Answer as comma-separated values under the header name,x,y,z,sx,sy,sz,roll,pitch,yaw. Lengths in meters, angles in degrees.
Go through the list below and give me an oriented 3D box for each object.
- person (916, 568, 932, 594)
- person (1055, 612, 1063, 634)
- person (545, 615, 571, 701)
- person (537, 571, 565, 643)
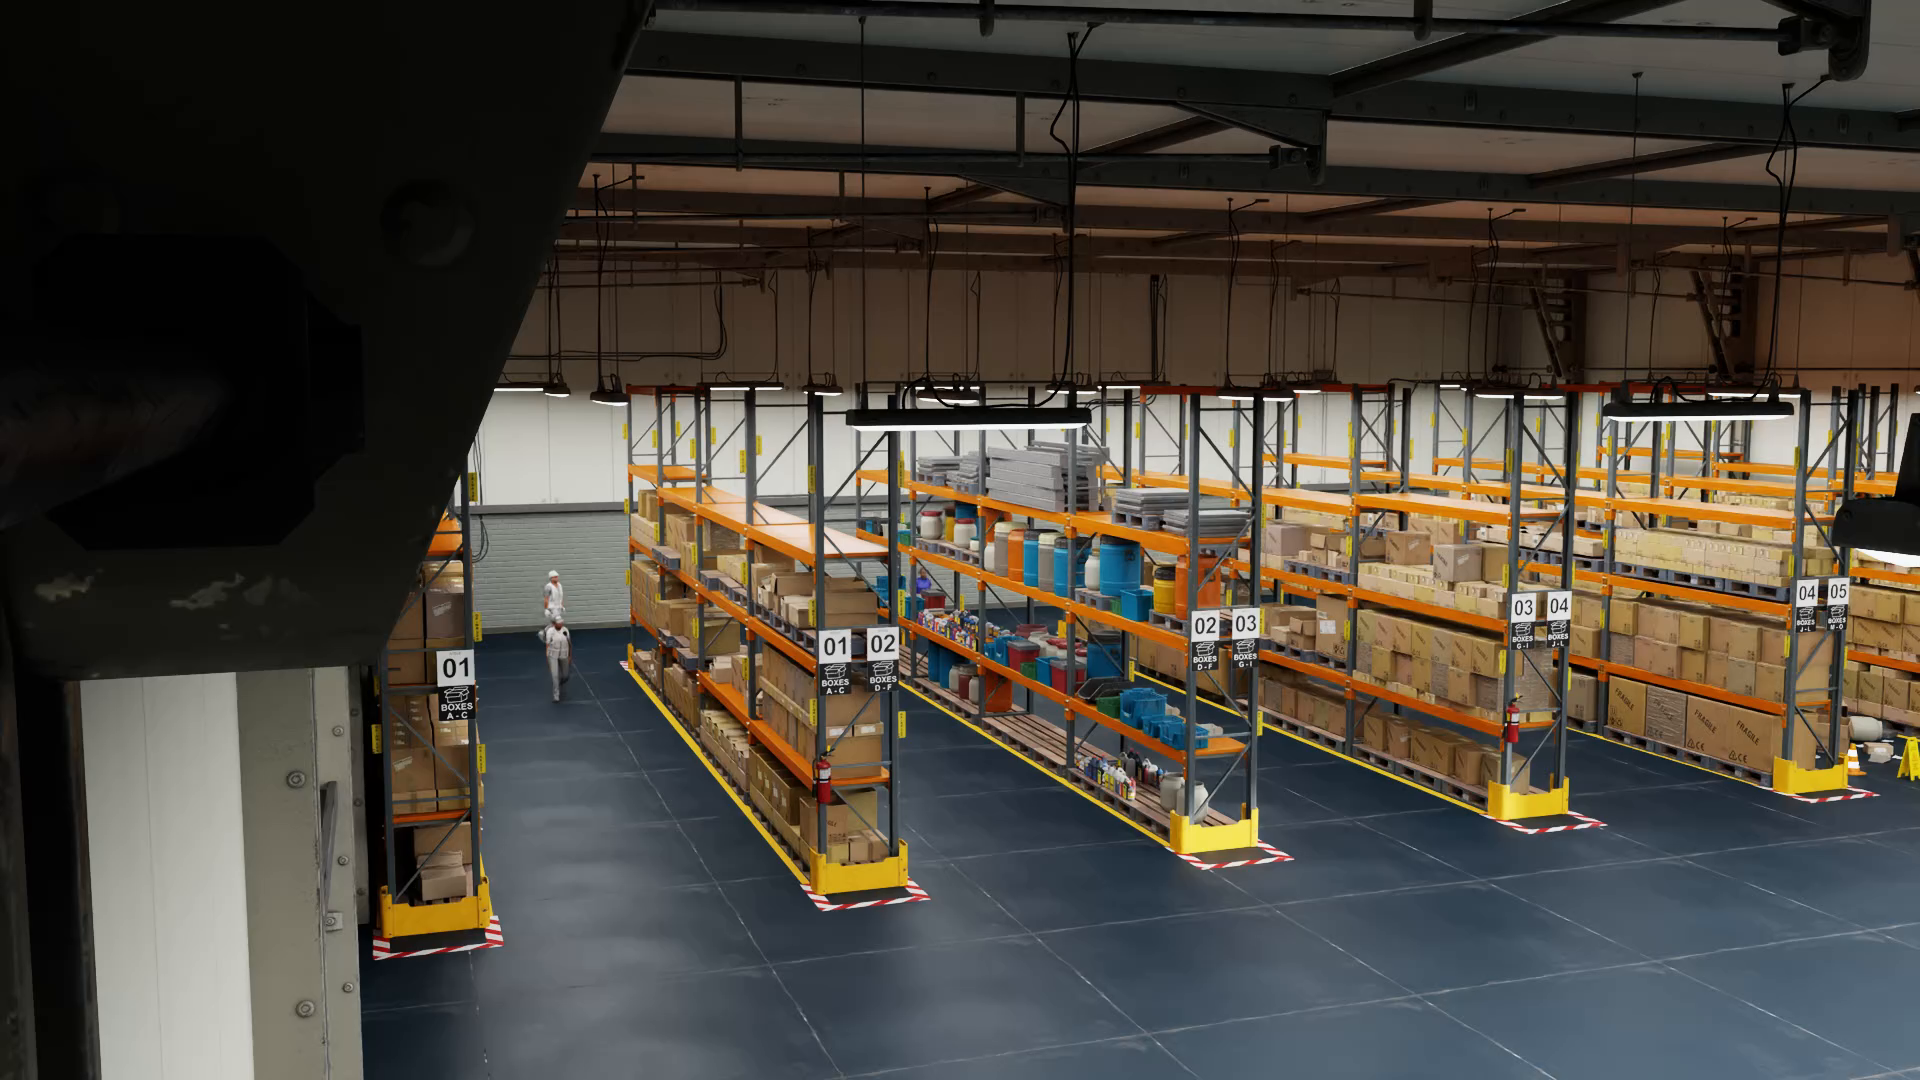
name,x,y,z,sx,sy,sz,roll,pitch,yaw
person,-0.893,1.448,39.419,0.471,1.594,1.045,-2,6,-19
person,2.665,1.457,39.682,0.944,1.543,0.419,-2,6,-19
person,-7.702,2.226,31.876,0.483,1.611,0.838,-2,6,-21
person,-9.229,1.560,37.649,0.884,1.766,0.555,2,6,19
